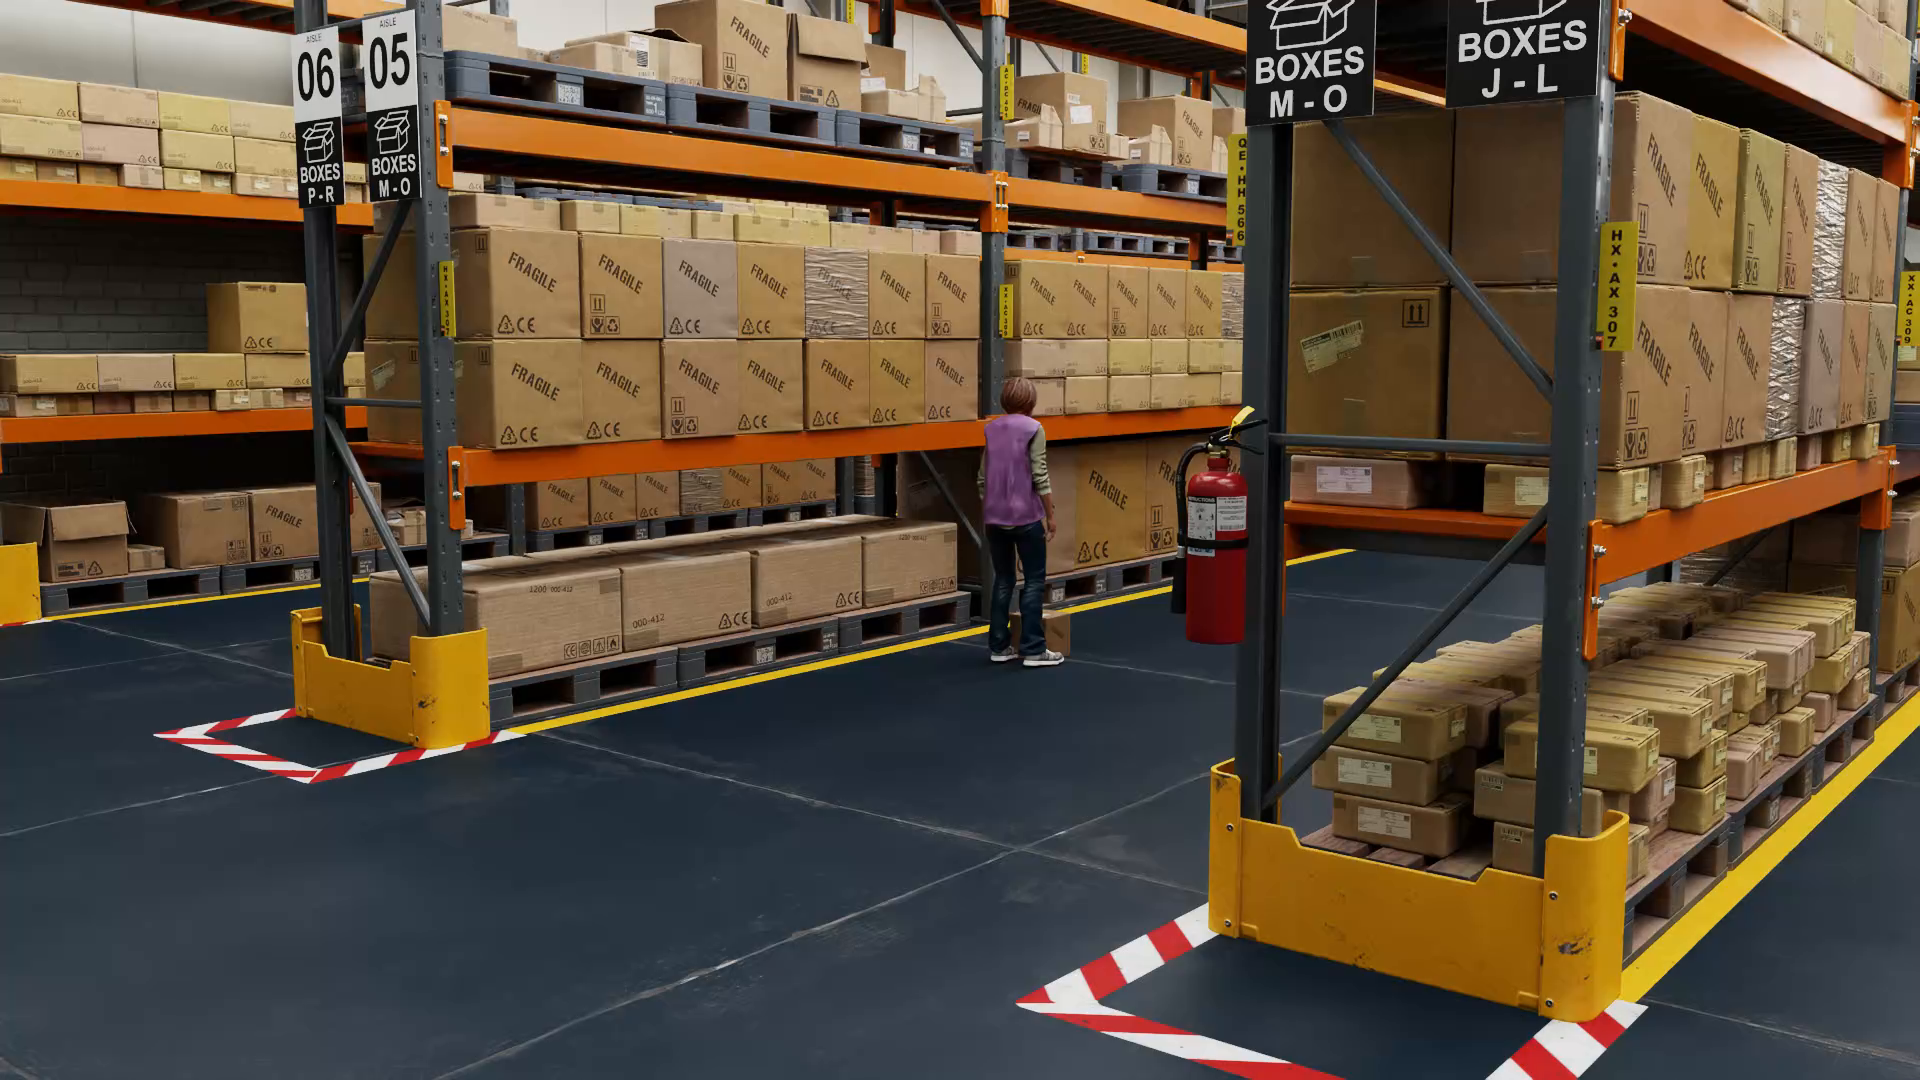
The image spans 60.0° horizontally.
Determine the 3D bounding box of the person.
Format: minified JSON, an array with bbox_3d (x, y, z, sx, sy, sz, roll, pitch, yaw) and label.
[{"bbox_3d":[0.312,-0.103,9.219,0.482,1.594,0.341,5,9,36],"label":"person"}]
